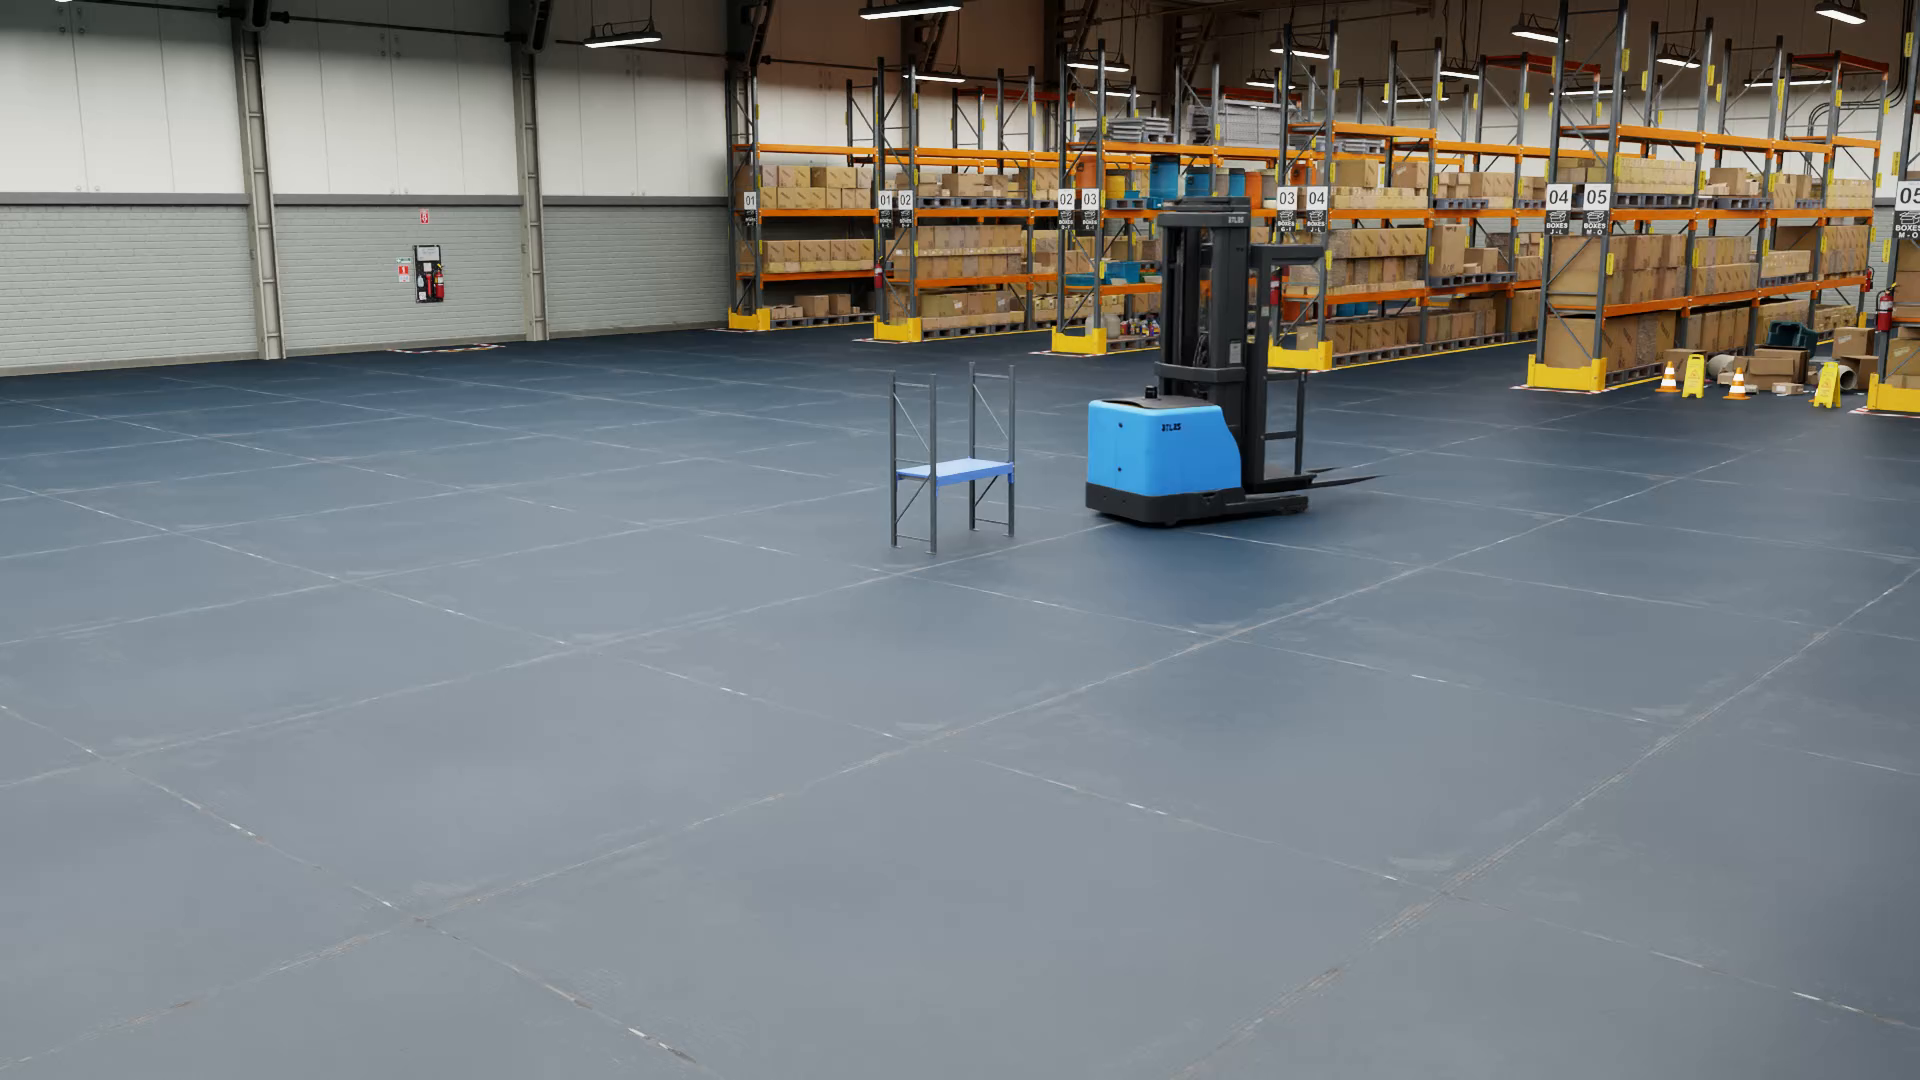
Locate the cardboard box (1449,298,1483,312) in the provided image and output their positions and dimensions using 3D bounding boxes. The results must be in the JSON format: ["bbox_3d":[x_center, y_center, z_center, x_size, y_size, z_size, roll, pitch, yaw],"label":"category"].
[{"bbox_3d":[10.605,-4.933,34.843,0.500,0.250,0.500,-10,15,-41],"label":"cardboard box"}]

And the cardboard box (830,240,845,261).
[{"bbox_3d":[-3.181,-7.137,40.953,0.500,0.500,0.500,9,15,39],"label":"cardboard box"}]

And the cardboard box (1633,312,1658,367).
[{"bbox_3d":[11.326,-3.460,28.476,0.875,0.875,0.875,10,15,41],"label":"cardboard box"}]

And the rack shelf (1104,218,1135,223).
[{"bbox_3d":[5.248,-8.451,43.290,1.077,0.370,4.000,10,15,40],"label":"rack shelf"}]

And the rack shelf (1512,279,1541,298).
[{"bbox_3d":[12.687,-5.698,37.169,1.077,0.370,4.000,10,15,40],"label":"rack shelf"}]

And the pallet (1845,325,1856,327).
[{"bbox_3d":[19.694,-4.784,37.874,1.003,0.211,1.213,10,15,40],"label":"pallet"}]

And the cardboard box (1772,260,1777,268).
[{"bbox_3d":[16.013,-5.492,33.106,0.380,0.149,0.250,10,15,41],"label":"cardboard box"}]

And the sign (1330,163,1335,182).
[{"bbox_3d":[6.494,-6.409,29.002,0.100,0.325,0.005,10,15,40],"label":"sign"}]

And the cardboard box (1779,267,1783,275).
[{"bbox_3d":[16.347,-5.419,33.500,0.380,0.149,0.250,10,15,41],"label":"cardboard box"}]

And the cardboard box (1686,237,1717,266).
[{"bbox_3d":[13.381,-5.276,30.407,0.700,0.500,0.500,10,15,41],"label":"cardboard box"}]

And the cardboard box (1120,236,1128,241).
[{"bbox_3d":[4.684,-8.817,50.183,0.980,0.700,0.700,10,15,40],"label":"cardboard box"}]

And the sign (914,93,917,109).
[{"bbox_3d":[-0.940,-9.266,35.089,0.100,0.325,0.005,10,15,40],"label":"sign"}]

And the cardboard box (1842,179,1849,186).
[{"bbox_3d":[18.944,-7.726,35.914,0.380,0.149,0.250,11,16,43],"label":"cardboard box"}]

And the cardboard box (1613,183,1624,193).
[{"bbox_3d":[10.212,-5.535,26.172,0.380,0.149,0.250,10,15,41],"label":"cardboard box"}]

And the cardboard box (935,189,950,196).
[{"bbox_3d":[-0.444,-7.634,36.576,0.380,0.149,0.250,10,15,40],"label":"cardboard box"}]

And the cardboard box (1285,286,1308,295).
[{"bbox_3d":[6.119,-4.525,30.100,0.380,0.149,0.250,10,15,40],"label":"cardboard box"}]

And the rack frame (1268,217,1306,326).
[{"bbox_3d":[7.646,-6.397,38.831,1.000,3.000,0.127,10,15,40],"label":"rack frame"}]

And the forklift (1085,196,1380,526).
[{"bbox_3d":[2.707,-1.755,15.764,3.031,2.935,1.130,-7,13,-31],"label":"forklift"}]

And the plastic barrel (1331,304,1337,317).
[{"bbox_3d":[9.008,-5.718,40.711,0.421,0.512,0.421,0,11,0],"label":"plastic barrel"}]

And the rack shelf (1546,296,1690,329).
[{"bbox_3d":[11.065,-3.865,27.991,1.077,0.370,4.000,10,15,40],"label":"rack shelf"}]

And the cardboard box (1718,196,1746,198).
[{"bbox_3d":[15.212,-6.738,32.621,0.500,0.500,0.500,10,15,40],"label":"cardboard box"}]

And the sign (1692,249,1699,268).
[{"bbox_3d":[12.803,-4.904,28.943,0.100,0.325,0.005,10,15,40],"label":"sign"}]

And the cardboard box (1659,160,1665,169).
[{"bbox_3d":[11.381,-6.187,27.401,0.380,0.149,0.250,10,15,41],"label":"cardboard box"}]

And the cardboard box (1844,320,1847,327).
[{"bbox_3d":[19.783,-4.903,37.554,0.380,0.149,0.250,10,15,40],"label":"cardboard box"}]

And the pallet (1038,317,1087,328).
[{"bbox_3d":[2.550,-5.376,40.838,1.003,0.211,1.213,10,15,40],"label":"pallet"}]

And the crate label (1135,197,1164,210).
[{"bbox_3d":[3.849,-6.851,33.824,0.502,0.251,0.408,10,15,40],"label":"crate label"}]

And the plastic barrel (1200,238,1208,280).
[{"bbox_3d":[5.488,-6.072,35.924,0.600,0.901,0.708,10,15,40],"label":"plastic barrel"}]

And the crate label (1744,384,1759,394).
[{"bbox_3d":[12.259,-2.342,25.837,0.250,0.136,0.298,2,12,11],"label":"crate label"}]

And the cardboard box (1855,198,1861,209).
[{"bbox_3d":[19.536,-7.427,36.710,0.500,0.250,0.500,11,15,43],"label":"cardboard box"}]

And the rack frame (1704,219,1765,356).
[{"bbox_3d":[15.026,-5.101,32.340,1.000,3.000,0.127,10,15,40],"label":"rack frame"}]

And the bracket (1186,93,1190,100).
[{"bbox_3d":[7.158,-14.086,52.822,0.235,0.232,0.430,10,15,40],"label":"bracket"}]

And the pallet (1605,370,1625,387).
[{"bbox_3d":[10.214,-2.684,27.360,1.003,0.211,1.213,10,15,40],"label":"pallet"}]

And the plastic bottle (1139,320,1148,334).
[{"bbox_3d":[3.884,-4.518,35.253,0.152,0.276,0.135,10,15,40],"label":"plastic bottle"}]

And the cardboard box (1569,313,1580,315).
[{"bbox_3d":[13.600,-5.413,38.254,1.225,0.875,0.875,10,15,41],"label":"cardboard box"}]

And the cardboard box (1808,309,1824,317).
[{"bbox_3d":[18.561,-4.931,36.175,0.380,0.149,0.250,9,15,39],"label":"cardboard box"}]

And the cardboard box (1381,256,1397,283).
[{"bbox_3d":[7.772,-5.149,31.569,0.875,0.500,0.500,10,15,40],"label":"cardboard box"}]

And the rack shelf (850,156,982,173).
[{"bbox_3d":[-1.116,-9.777,43.293,1.077,0.370,4.000,10,15,40],"label":"rack shelf"}]

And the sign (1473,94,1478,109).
[{"bbox_3d":[10.948,-9.306,35.287,0.100,0.325,0.005,10,15,40],"label":"sign"}]

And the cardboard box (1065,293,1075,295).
[{"bbox_3d":[2.683,-5.979,41.251,0.500,0.311,0.500,9,15,39],"label":"cardboard box"}]

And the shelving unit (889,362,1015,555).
[{"bbox_3d":[-0.056,-0.723,14.251,0.538,1.500,1.048,10,15,40],"label":"shelving unit"}]

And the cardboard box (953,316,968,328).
[{"bbox_3d":[-0.174,-4.916,37.365,0.500,0.250,0.500,10,15,40],"label":"cardboard box"}]

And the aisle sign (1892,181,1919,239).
[{"bbox_3d":[13.271,-4.602,23.205,0.394,0.787,0.004,10,15,40],"label":"aisle sign"}]

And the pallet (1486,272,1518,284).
[{"bbox_3d":[10.976,-5.544,35.050,1.213,0.211,1.003,10,15,40],"label":"pallet"}]

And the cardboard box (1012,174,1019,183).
[{"bbox_3d":[1.812,-10.174,46.791,0.500,0.250,0.500,9,15,39],"label":"cardboard box"}]

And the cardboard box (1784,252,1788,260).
[{"bbox_3d":[16.510,-5.748,33.631,0.380,0.149,0.250,9,15,40],"label":"cardboard box"}]

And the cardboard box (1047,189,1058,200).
[{"bbox_3d":[2.062,-8.224,39.628,0.500,0.250,0.500,8,14,35],"label":"cardboard box"}]

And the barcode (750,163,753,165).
[{"bbox_3d":[-4.983,-8.975,39.738,0.001,0.075,0.075,10,15,40],"label":"barcode"}]

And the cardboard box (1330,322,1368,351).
[{"bbox_3d":[7.307,-3.832,31.296,0.500,0.500,0.500,-10,15,-42],"label":"cardboard box"}]

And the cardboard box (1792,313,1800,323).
[{"bbox_3d":[17.028,-4.452,34.404,0.500,0.500,0.500,9,15,39],"label":"cardboard box"}]

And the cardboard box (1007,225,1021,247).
[{"bbox_3d":[0.999,-7.069,38.626,0.700,0.500,0.500,10,15,41],"label":"cardboard box"}]

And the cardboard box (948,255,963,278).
[{"bbox_3d":[-0.360,-6.127,37.225,0.700,0.500,0.500,10,15,41],"label":"cardboard box"}]

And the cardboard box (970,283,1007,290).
[{"bbox_3d":[0.788,-6.921,45.870,0.750,0.750,0.750,10,15,40],"label":"cardboard box"}]

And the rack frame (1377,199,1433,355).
[{"bbox_3d":[8.726,-5.168,32.679,1.000,3.000,0.127,10,15,40],"label":"rack frame"}]

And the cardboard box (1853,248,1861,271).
[{"bbox_3d":[19.860,-6.298,37.320,0.500,0.500,0.500,9,15,39],"label":"cardboard box"}]

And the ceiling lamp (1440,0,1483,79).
[{"bbox_3d":[11.838,-12.305,38.192,0.800,3.185,2.000,10,15,40],"label":"ceiling lamp"}]

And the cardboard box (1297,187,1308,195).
[{"bbox_3d":[6.035,-6.254,29.820,0.380,0.149,0.250,10,15,40],"label":"cardboard box"}]
